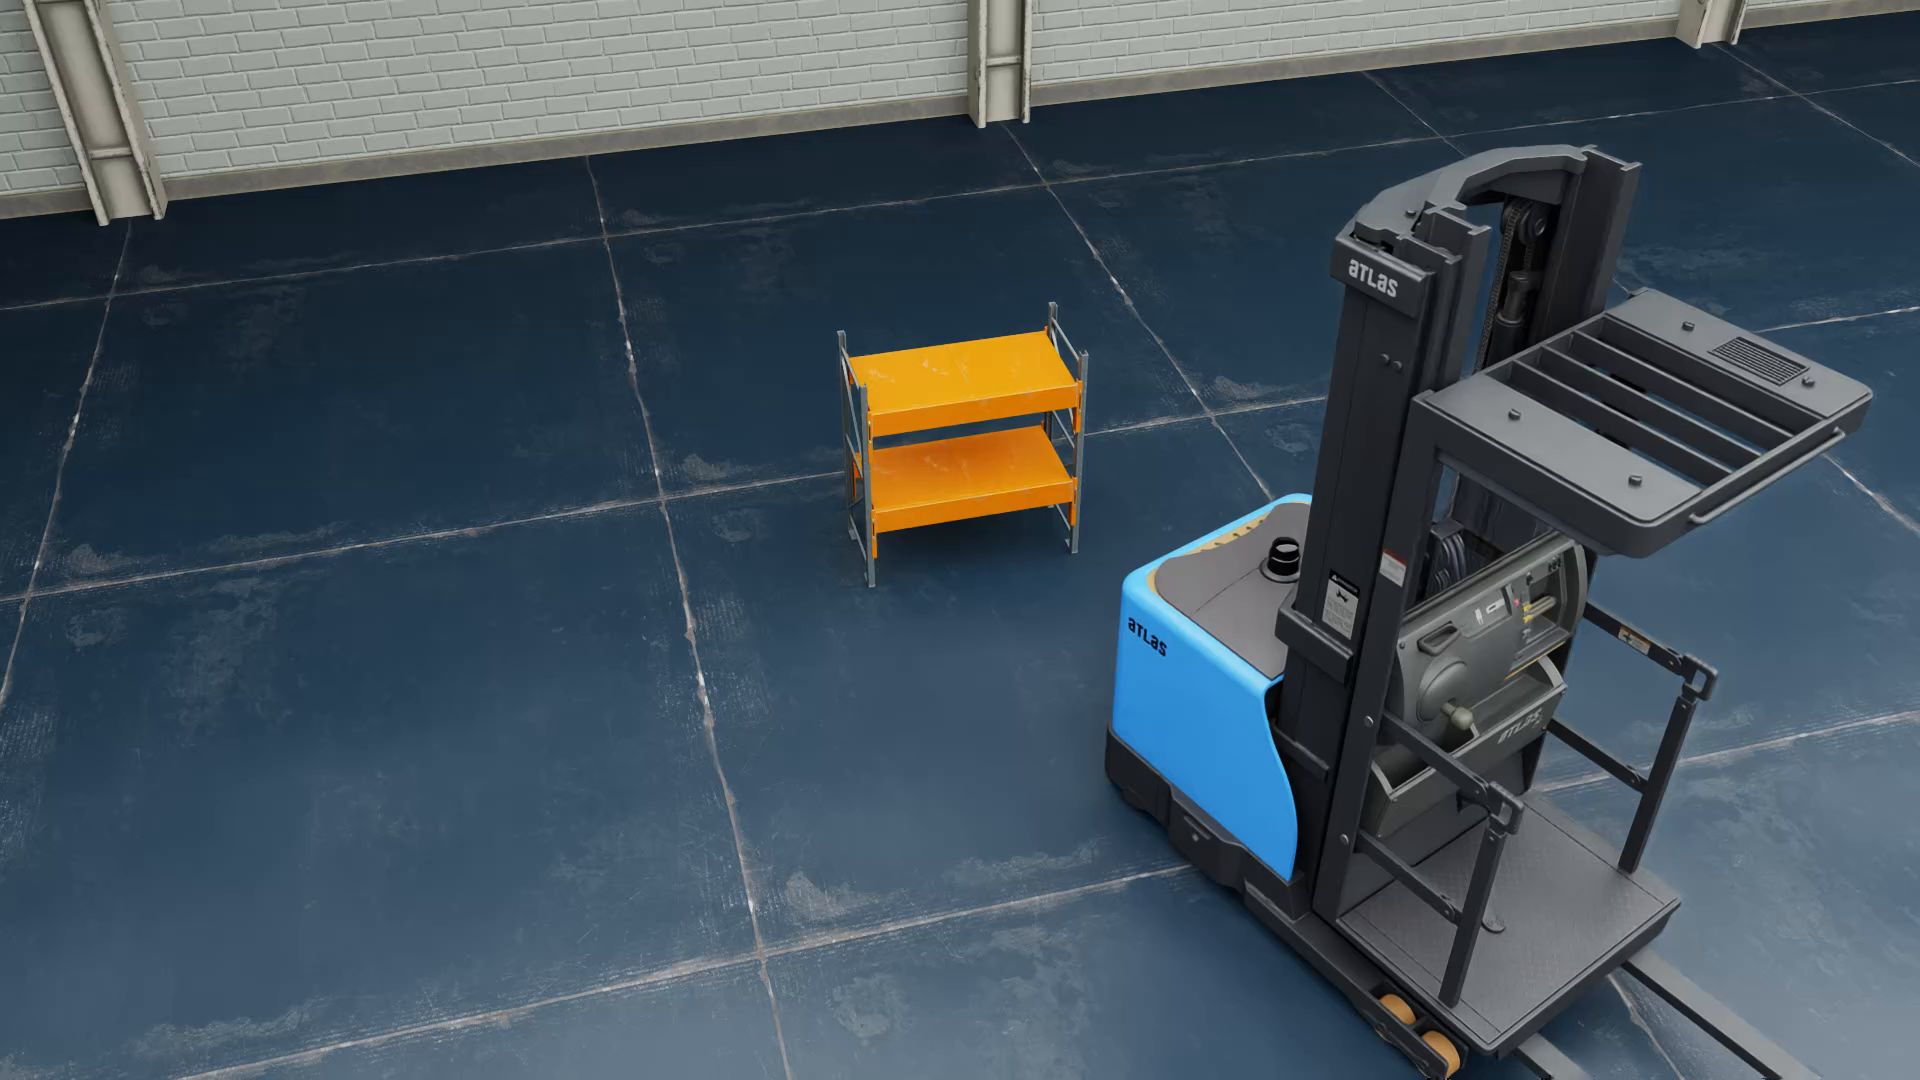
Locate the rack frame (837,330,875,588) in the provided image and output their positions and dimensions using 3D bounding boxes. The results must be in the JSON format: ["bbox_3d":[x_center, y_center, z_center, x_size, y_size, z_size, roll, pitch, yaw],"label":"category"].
[{"bbox_3d":[-0.484,-0.367,7.784,0.032,1.125,0.500,-9,38,-12],"label":"rack frame"}]

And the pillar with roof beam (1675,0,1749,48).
[{"bbox_3d":[7.200,-5.136,7.538,0.400,9.000,9.100,-9,38,-12],"label":"pillar with roof beam"}]

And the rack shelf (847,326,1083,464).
[{"bbox_3d":[0.007,-0.680,7.711,1.000,0.278,0.538,-9,38,-12],"label":"rack shelf"}]

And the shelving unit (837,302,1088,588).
[{"bbox_3d":[0.007,-0.448,7.889,1.048,1.125,0.538,-9,38,-12],"label":"shelving unit"}]

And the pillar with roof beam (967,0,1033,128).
[{"bbox_3d":[1.408,-4.186,6.295,0.400,9.000,9.100,-9,38,-12],"label":"pillar with roof beam"}]

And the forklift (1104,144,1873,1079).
[{"bbox_3d":[1.881,0.369,5.335,1.130,2.935,3.031,-24,44,-28],"label":"forklift"}]

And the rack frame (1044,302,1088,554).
[{"bbox_3d":[0.497,-0.528,7.994,0.032,1.125,0.500,-9,38,-12],"label":"rack frame"}]

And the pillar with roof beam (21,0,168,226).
[{"bbox_3d":[-4.385,-3.236,5.053,0.400,9.000,9.100,-9,38,-12],"label":"pillar with roof beam"}]

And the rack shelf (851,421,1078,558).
[{"bbox_3d":[0.007,-0.254,8.038,1.000,0.278,0.538,-9,38,-12],"label":"rack shelf"}]
